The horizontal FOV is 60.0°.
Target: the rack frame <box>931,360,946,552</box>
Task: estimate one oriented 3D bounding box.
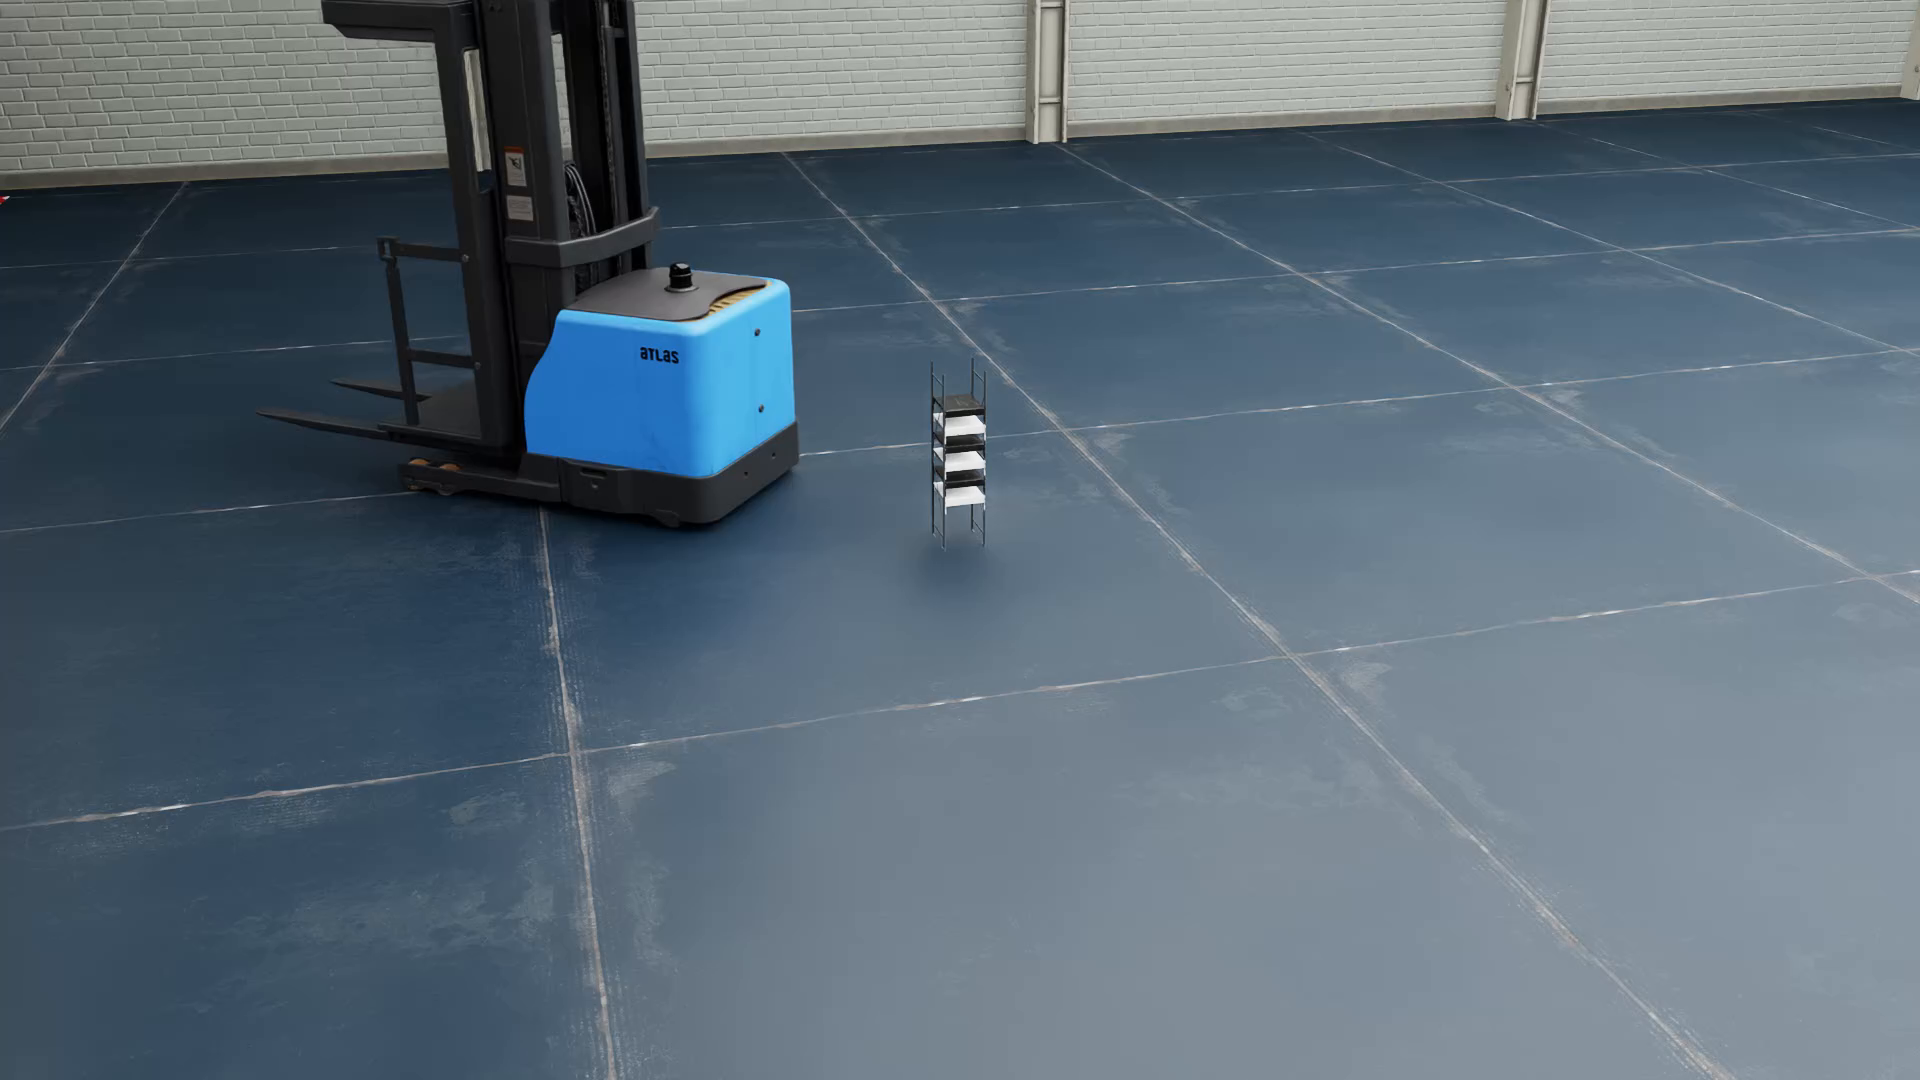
[{"bbox_3d":[-0.106,-0.402,8.045,0.006,0.900,0.240,-6,24,-14],"label":"rack frame"}]

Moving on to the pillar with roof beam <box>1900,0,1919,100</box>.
[{"bbox_3d":[13.686,-8.278,16.131,0.400,9.000,9.100,-6,24,-14],"label":"pillar with roof beam"}]

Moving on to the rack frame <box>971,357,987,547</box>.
[{"bbox_3d":[0.090,-0.424,8.096,0.006,0.900,0.240,-6,24,-14],"label":"rack frame"}]

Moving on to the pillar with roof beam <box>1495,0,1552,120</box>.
[{"bbox_3d":[7.909,-7.639,14.641,0.400,9.000,9.100,-6,24,-14],"label":"pillar with roof beam"}]

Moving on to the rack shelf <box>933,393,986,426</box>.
[{"bbox_3d":[-0.008,-0.630,7.977,0.200,0.077,0.258,-6,24,-14],"label":"rack shelf"}]

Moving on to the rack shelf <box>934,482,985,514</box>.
[{"bbox_3d":[-0.008,-0.217,8.155,0.200,0.077,0.258,-6,24,-14],"label":"rack shelf"}]

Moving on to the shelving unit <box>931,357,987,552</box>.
[{"bbox_3d":[-0.008,-0.413,8.071,0.210,0.900,0.258,-6,24,-14],"label":"shelving unit"}]

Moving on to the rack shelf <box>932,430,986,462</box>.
[{"bbox_3d":[-0.008,-0.465,8.048,0.200,0.077,0.258,-6,24,-14],"label":"rack shelf"}]

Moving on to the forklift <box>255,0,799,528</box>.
[{"bbox_3d":[-2.445,-1.764,8.644,3.031,2.935,1.130,9,25,20],"label":"forklift"}]

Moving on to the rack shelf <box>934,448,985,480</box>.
[{"bbox_3d":[-0.008,-0.382,8.084,0.200,0.077,0.258,-6,24,-14],"label":"rack shelf"}]

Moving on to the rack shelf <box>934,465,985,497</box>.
[{"bbox_3d":[-0.008,-0.299,8.119,0.200,0.077,0.258,-6,24,-14],"label":"rack shelf"}]

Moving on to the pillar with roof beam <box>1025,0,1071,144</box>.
[{"bbox_3d":[2.132,-7.000,13.152,0.400,9.000,9.100,-6,24,-14],"label":"pillar with roof beam"}]

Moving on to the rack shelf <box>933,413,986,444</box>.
[{"bbox_3d":[-0.008,-0.547,8.013,0.200,0.077,0.258,-6,24,-14],"label":"rack shelf"}]

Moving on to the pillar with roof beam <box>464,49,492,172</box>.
[{"bbox_3d":[-3.645,-6.361,11.662,0.400,9.000,9.100,-6,24,-14],"label":"pillar with roof beam"}]
